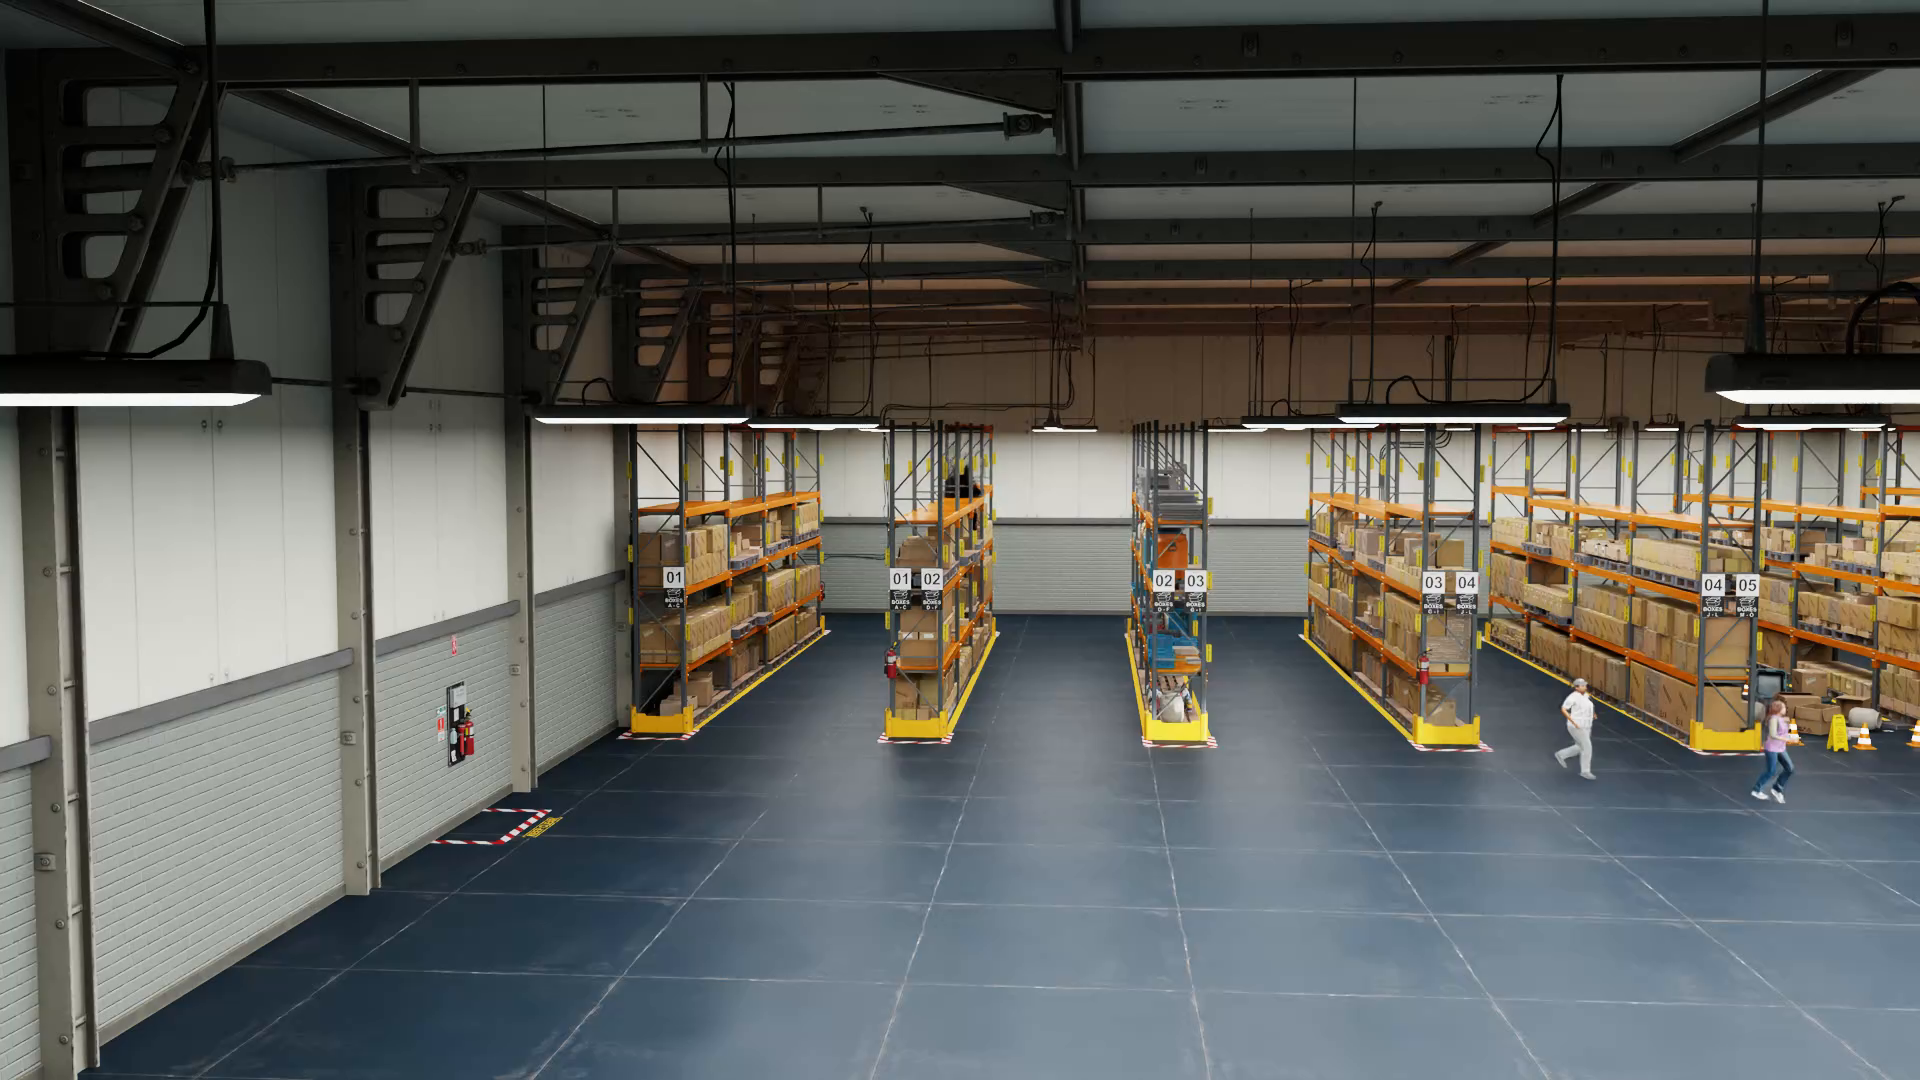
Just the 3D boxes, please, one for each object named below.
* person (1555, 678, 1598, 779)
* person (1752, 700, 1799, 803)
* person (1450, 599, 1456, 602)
[{"bbox_3d":[10.363,3.143,27.923,0.601,1.669,0.776,-3,5,-43],"label":"person"},{"bbox_3d":[12.695,3.299,25.844,0.555,1.633,0.679,-4,5,-44],"label":"person"},{"bbox_3d":[13.334,1.983,45.273,0.711,1.750,0.642,1,4,15],"label":"person"}]
